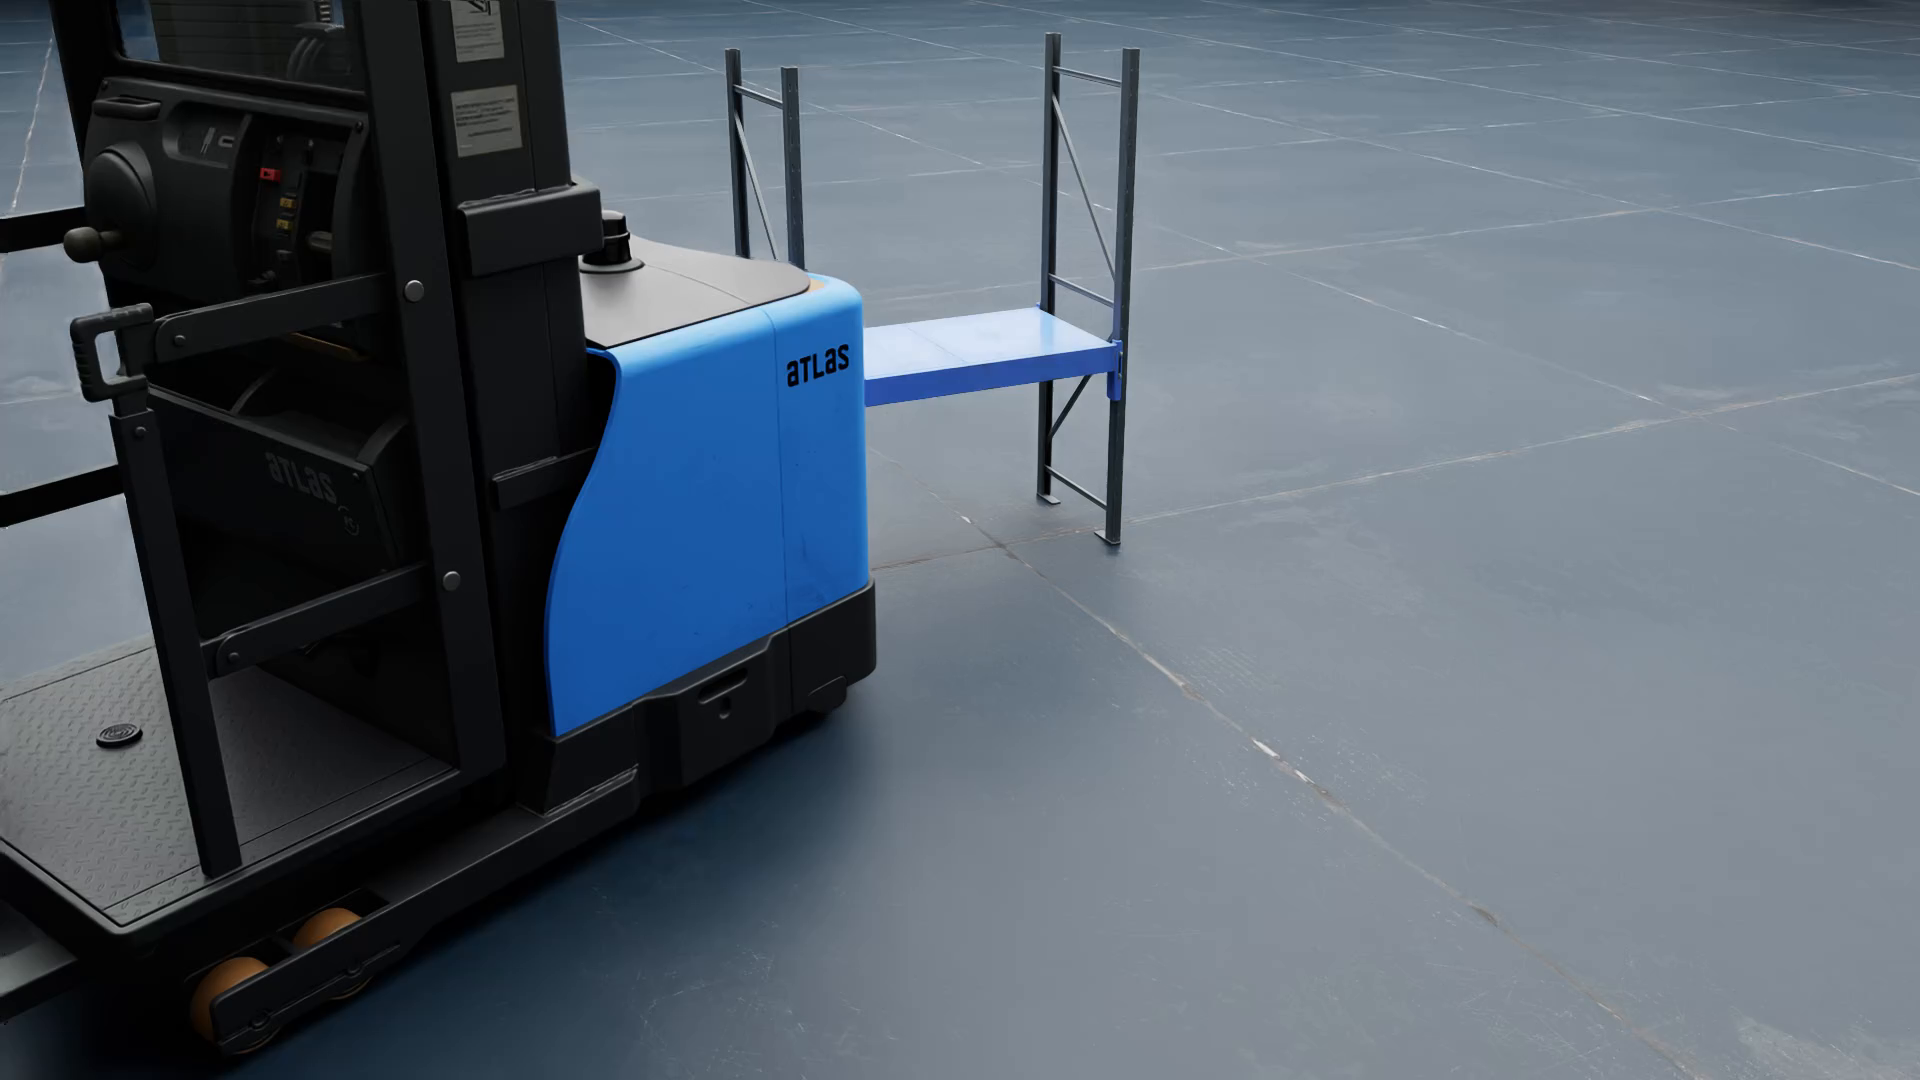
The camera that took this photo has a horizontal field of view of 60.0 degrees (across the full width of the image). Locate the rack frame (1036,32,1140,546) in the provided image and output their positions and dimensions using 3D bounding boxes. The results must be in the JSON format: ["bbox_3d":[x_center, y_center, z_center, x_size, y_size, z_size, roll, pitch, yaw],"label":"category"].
[{"bbox_3d":[0.381,-0.763,5.133,0.032,1.500,0.500,-10,25,-24],"label":"rack frame"}]

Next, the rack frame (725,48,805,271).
[{"bbox_3d":[-0.535,-0.594,4.725,0.032,1.500,0.500,-10,25,-24],"label":"rack frame"}]

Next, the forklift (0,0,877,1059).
[{"bbox_3d":[-1.519,-0.641,2.966,1.130,2.935,3.031,17,28,35],"label":"forklift"}]

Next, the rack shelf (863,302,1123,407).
[{"bbox_3d":[-0.077,-0.513,4.998,1.000,0.185,0.538,-10,25,-24],"label":"rack shelf"}]

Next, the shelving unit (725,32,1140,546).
[{"bbox_3d":[-0.077,-0.679,4.929,1.048,1.500,0.538,-10,25,-24],"label":"shelving unit"}]
